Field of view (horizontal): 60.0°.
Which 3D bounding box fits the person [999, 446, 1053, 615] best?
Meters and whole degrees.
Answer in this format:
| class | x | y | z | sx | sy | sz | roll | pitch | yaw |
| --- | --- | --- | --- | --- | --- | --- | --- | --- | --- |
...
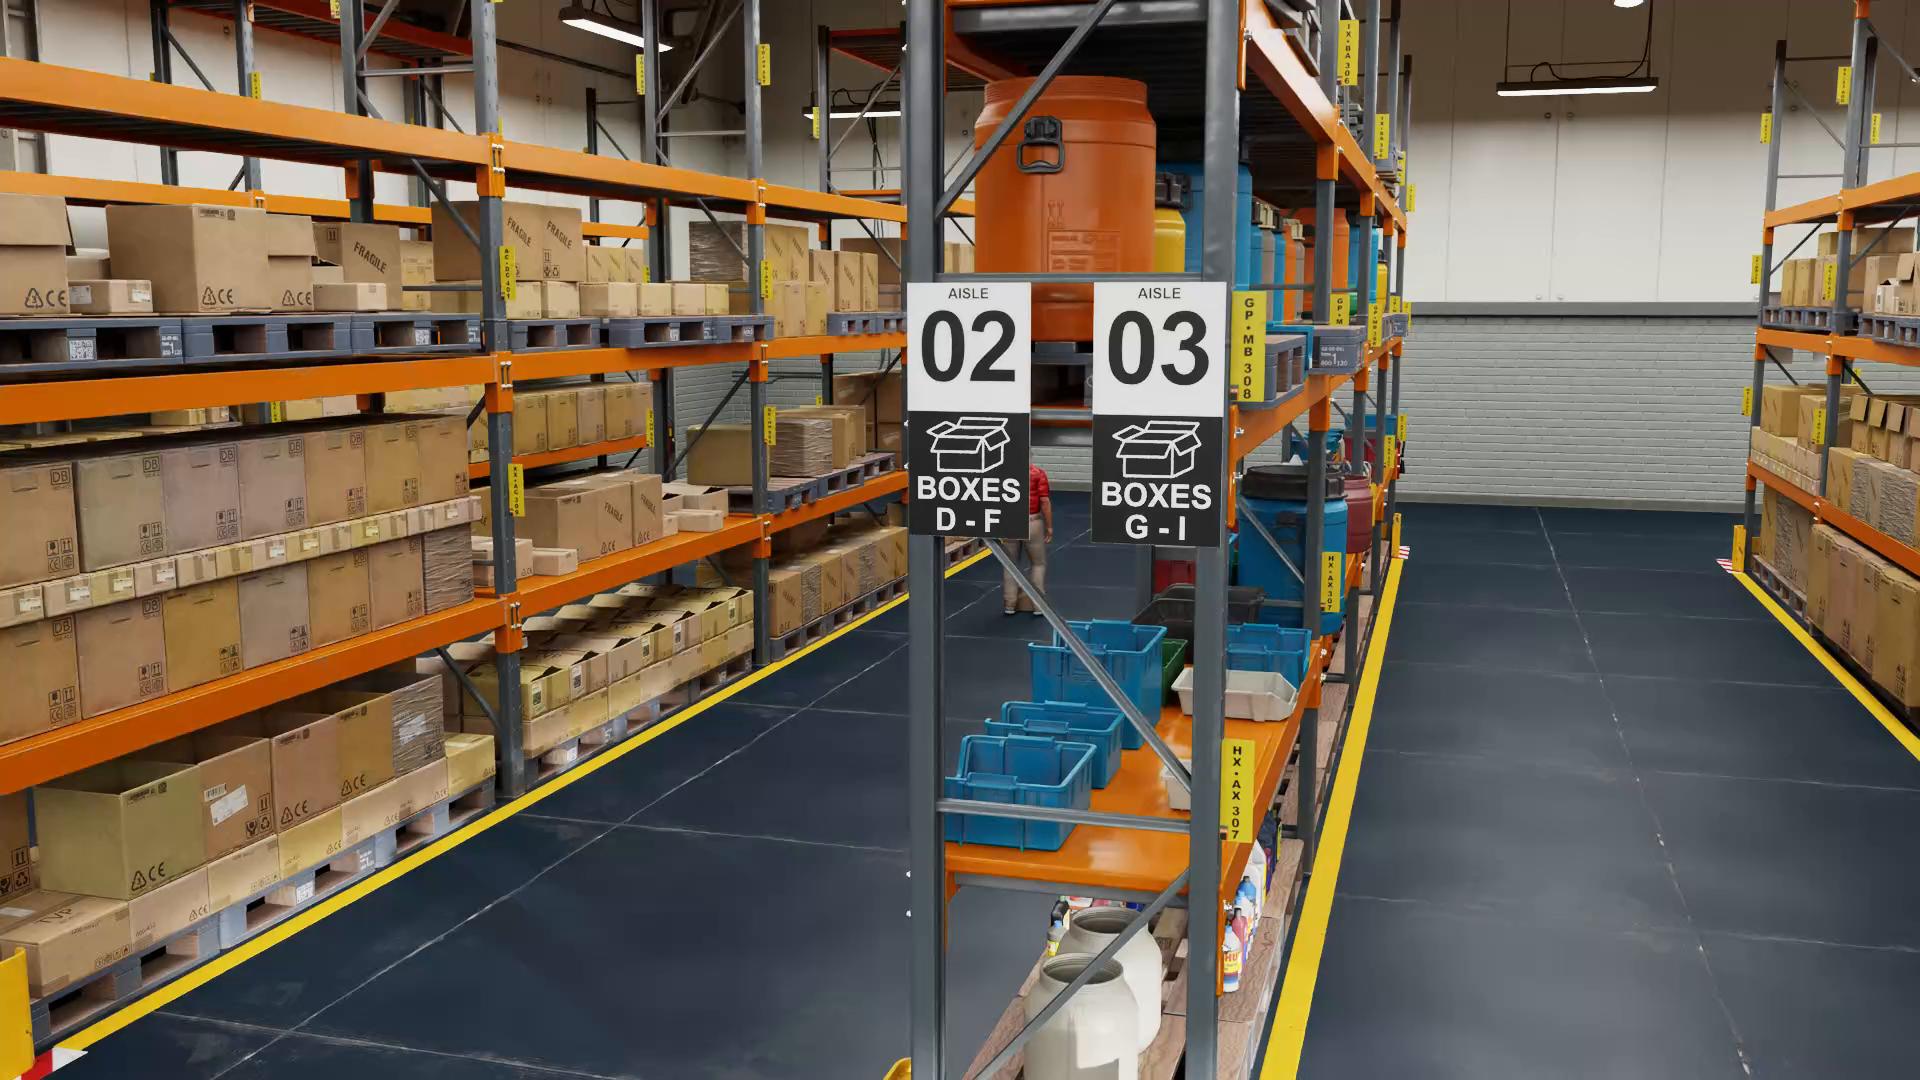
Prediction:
| class | x | y | z | sx | sy | sz | roll | pitch | yaw |
| --- | --- | --- | --- | --- | --- | --- | --- | --- | --- |
| person | 0.641 | -0.116 | 16.674 | 0.587 | 1.727 | 0.390 | 2 | 9 | 16 |
